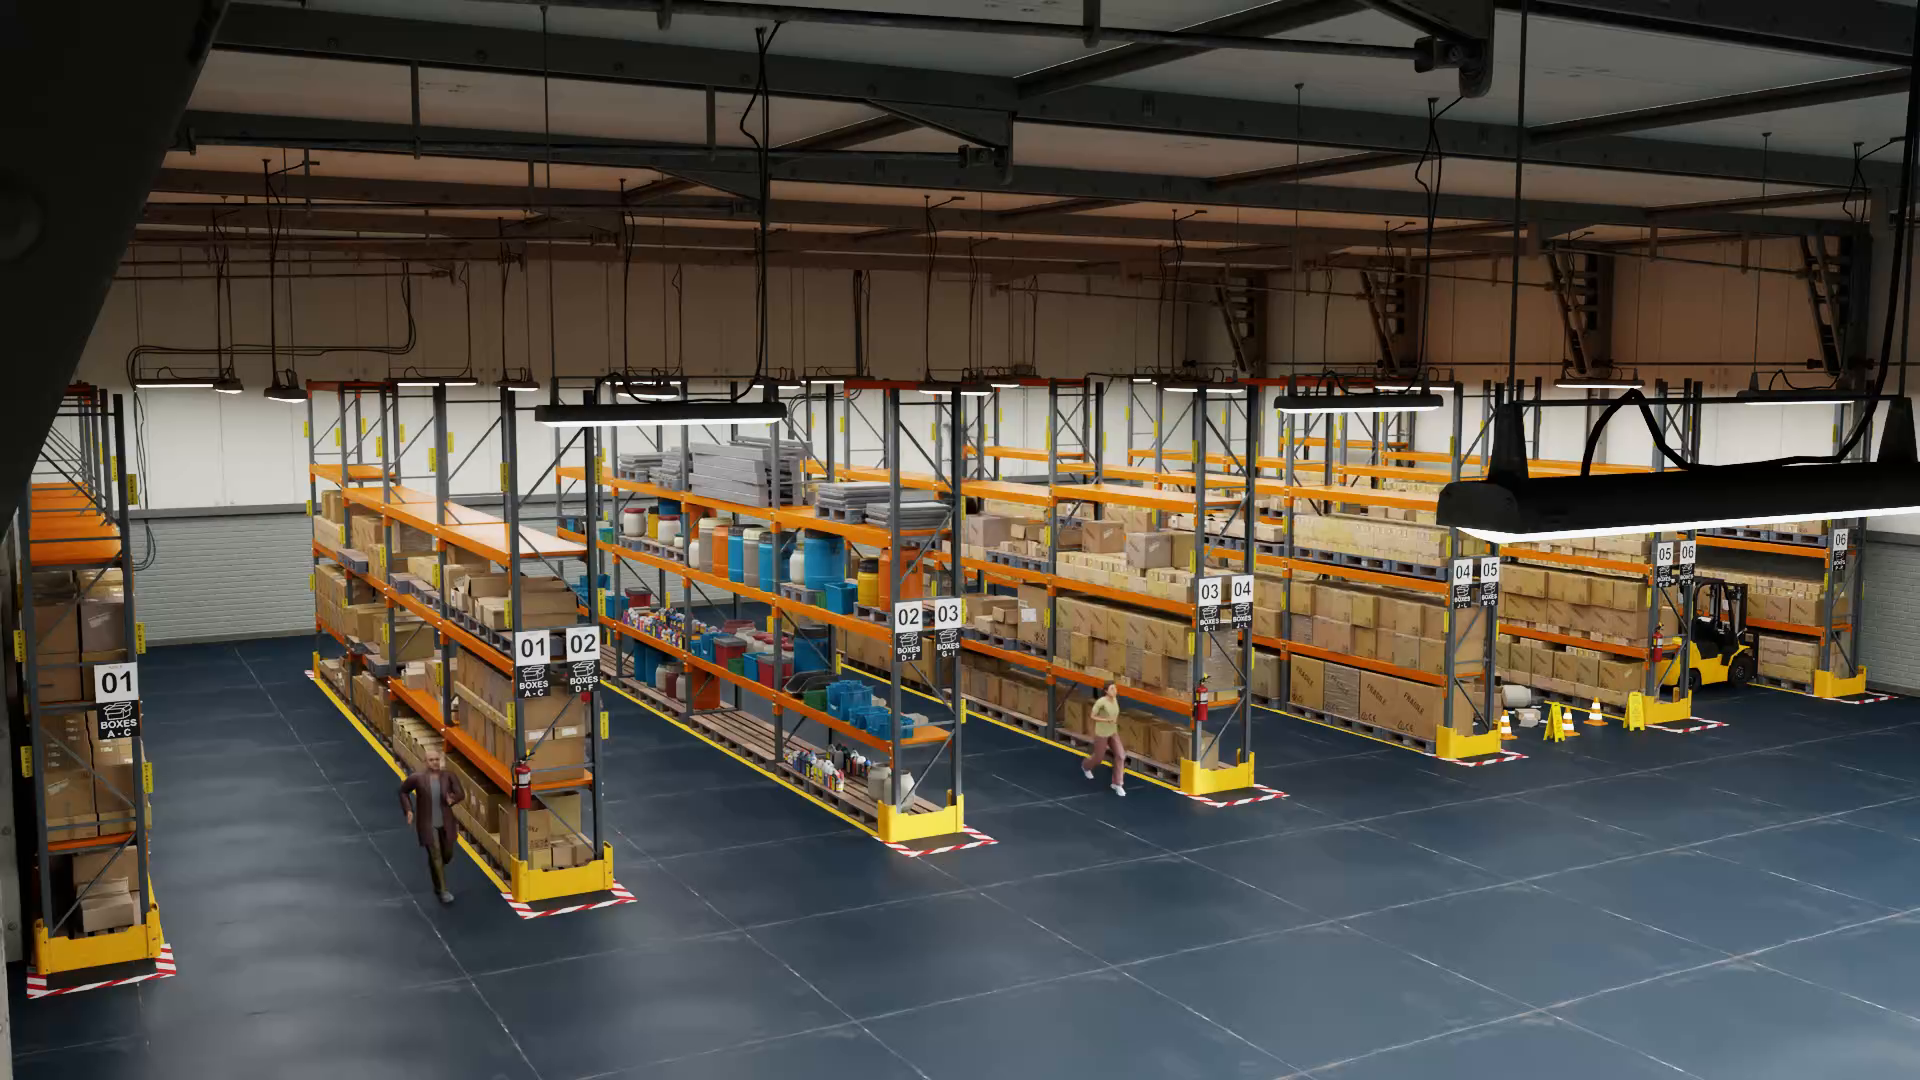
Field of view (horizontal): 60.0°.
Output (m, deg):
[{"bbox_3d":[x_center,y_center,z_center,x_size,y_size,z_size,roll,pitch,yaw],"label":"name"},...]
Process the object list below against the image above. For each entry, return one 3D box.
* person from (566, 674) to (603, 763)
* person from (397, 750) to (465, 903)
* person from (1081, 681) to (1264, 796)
[{"bbox_3d":[-6.041,2.684,26.568,0.665,1.688,0.603,-4,7,-33],"label":"person"},{"bbox_3d":[-6.214,3.357,19.674,0.719,1.754,1.020,-4,7,-33],"label":"person"},{"bbox_3d":[2.968,2.429,29.099,7.029,1.675,7.297,-4,7,-35],"label":"person"}]
